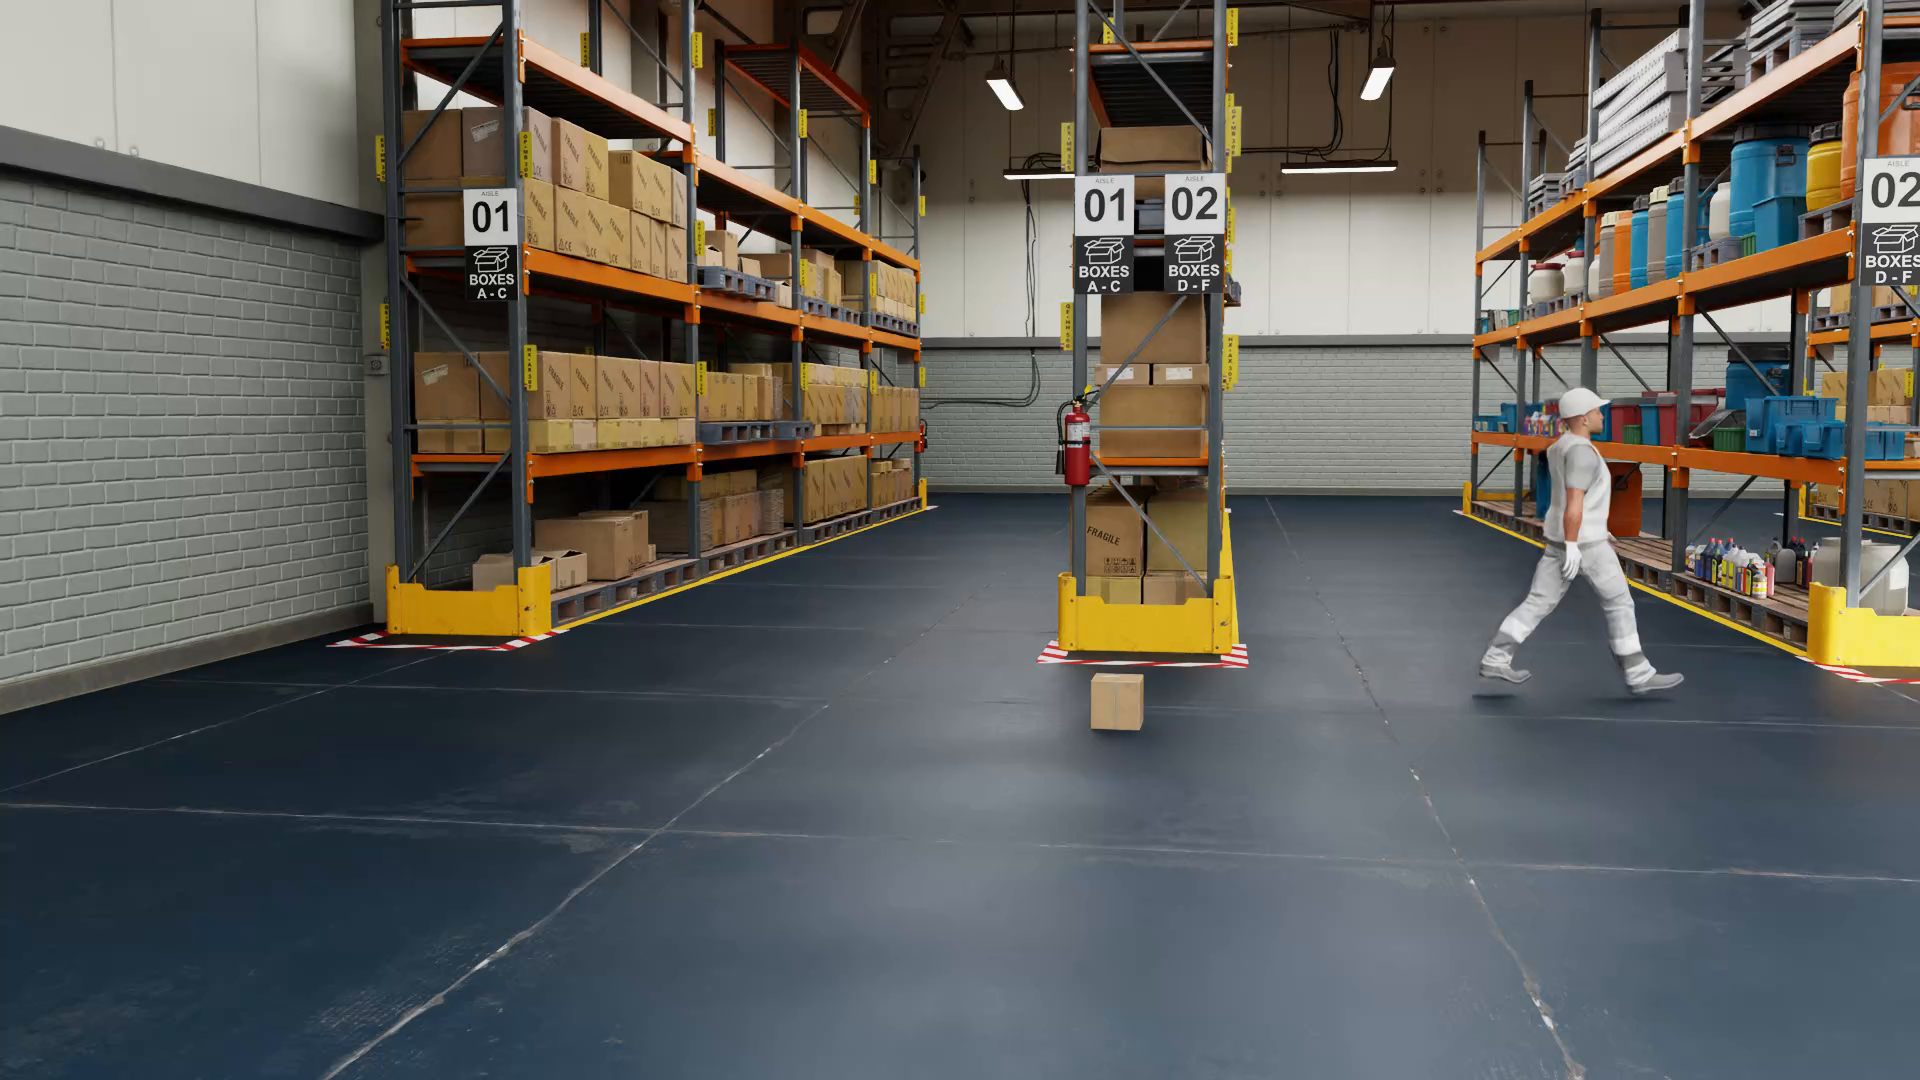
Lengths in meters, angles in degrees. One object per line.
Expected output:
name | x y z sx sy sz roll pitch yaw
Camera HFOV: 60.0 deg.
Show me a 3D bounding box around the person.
person | 3.535 0.007 9.439 1.108 1.739 0.555 0 4 -2
